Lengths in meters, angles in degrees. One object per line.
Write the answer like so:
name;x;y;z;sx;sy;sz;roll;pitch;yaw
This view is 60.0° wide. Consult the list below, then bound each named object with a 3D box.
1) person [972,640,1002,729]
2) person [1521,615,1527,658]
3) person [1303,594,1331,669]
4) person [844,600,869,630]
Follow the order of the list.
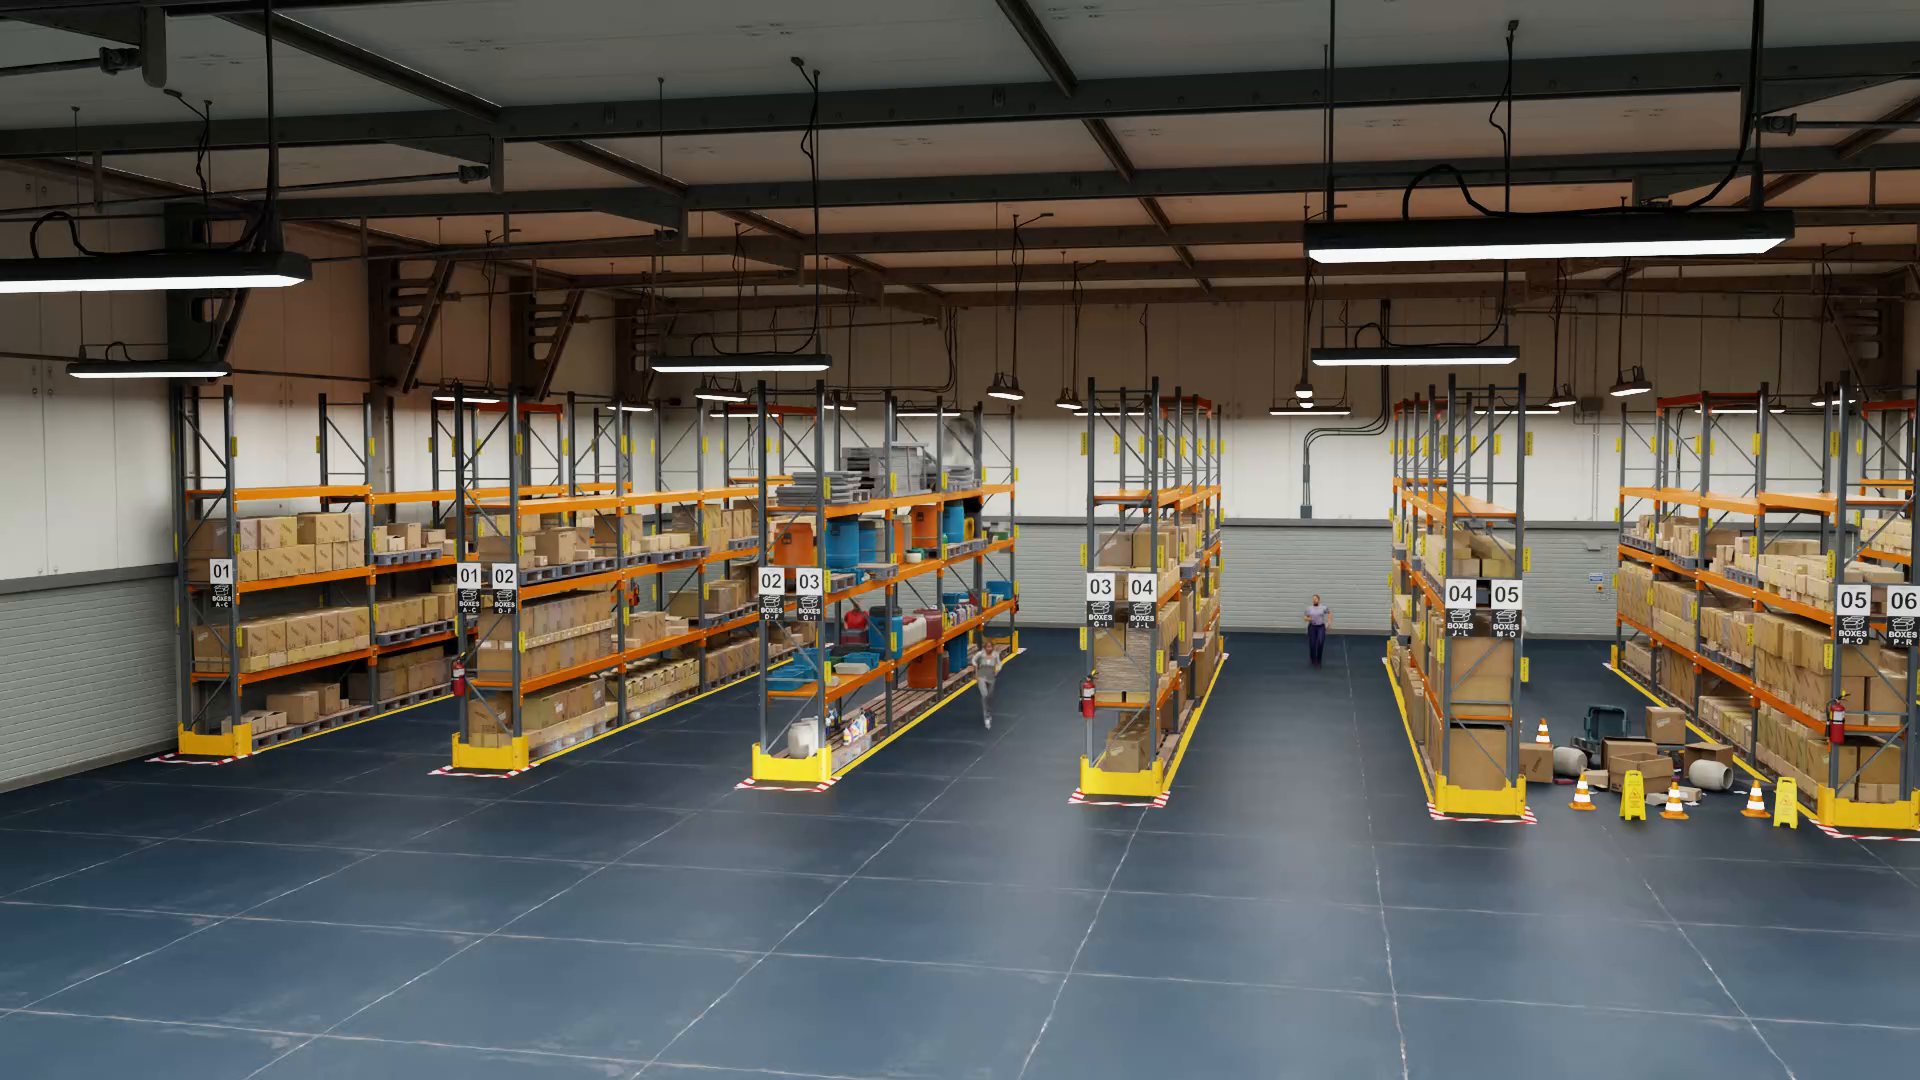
person;0.482;2.550;29.937;0.529;1.576;0.864;0;3;-8
person;11.846;2.166;35.636;0.620;1.725;0.856;0;3;8
person;8.124;2.085;37.865;0.607;1.686;0.788;1;3;17
person;-2.216;2.149;35.992;0.645;1.717;0.900;0;3;7
